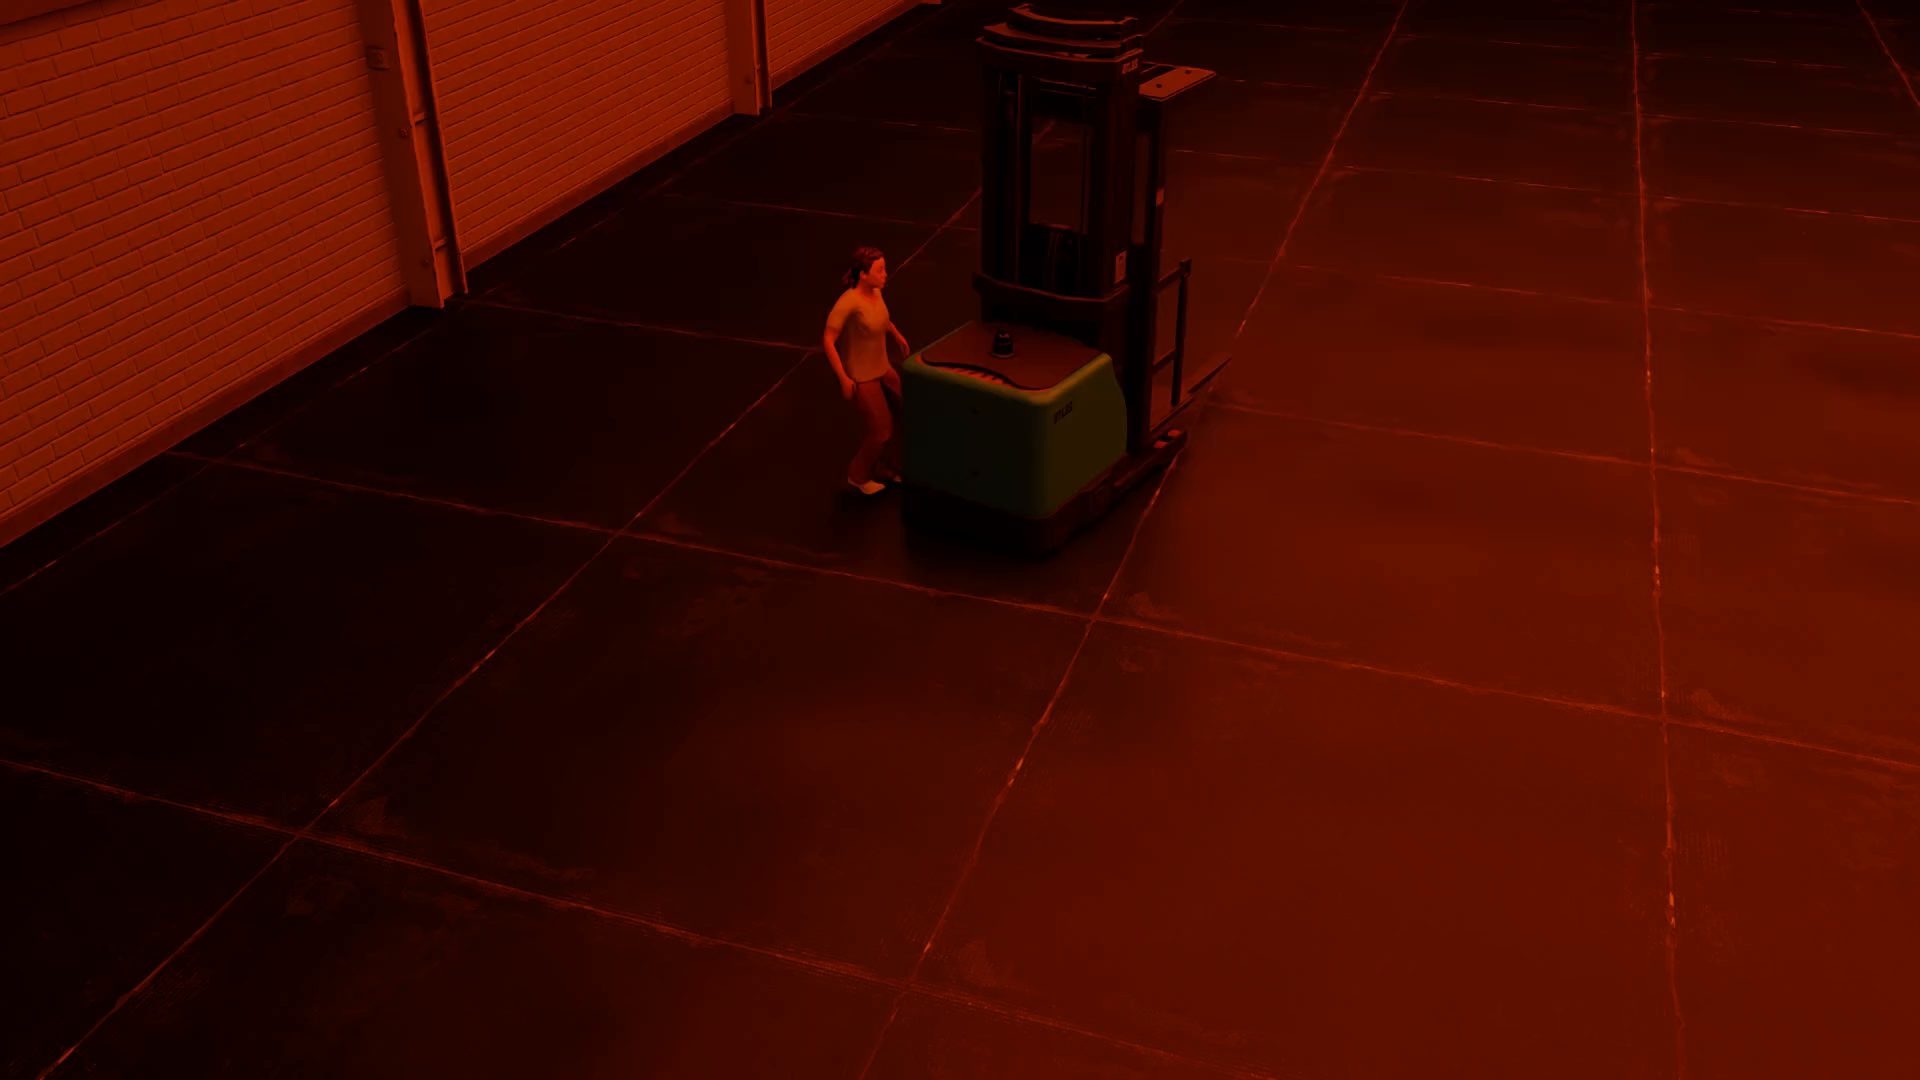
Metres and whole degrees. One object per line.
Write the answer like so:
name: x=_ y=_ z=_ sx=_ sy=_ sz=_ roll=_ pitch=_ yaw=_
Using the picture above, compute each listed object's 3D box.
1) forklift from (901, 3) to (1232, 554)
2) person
forklift: x=0.858 y=-1.877 z=10.429 sx=1.130 sy=2.935 sz=3.031 roll=18 pitch=34 yaw=28
person: x=-0.476 y=-1.009 z=10.259 sx=0.539 sy=1.626 sz=0.799 roll=14 pitch=33 yaw=24
